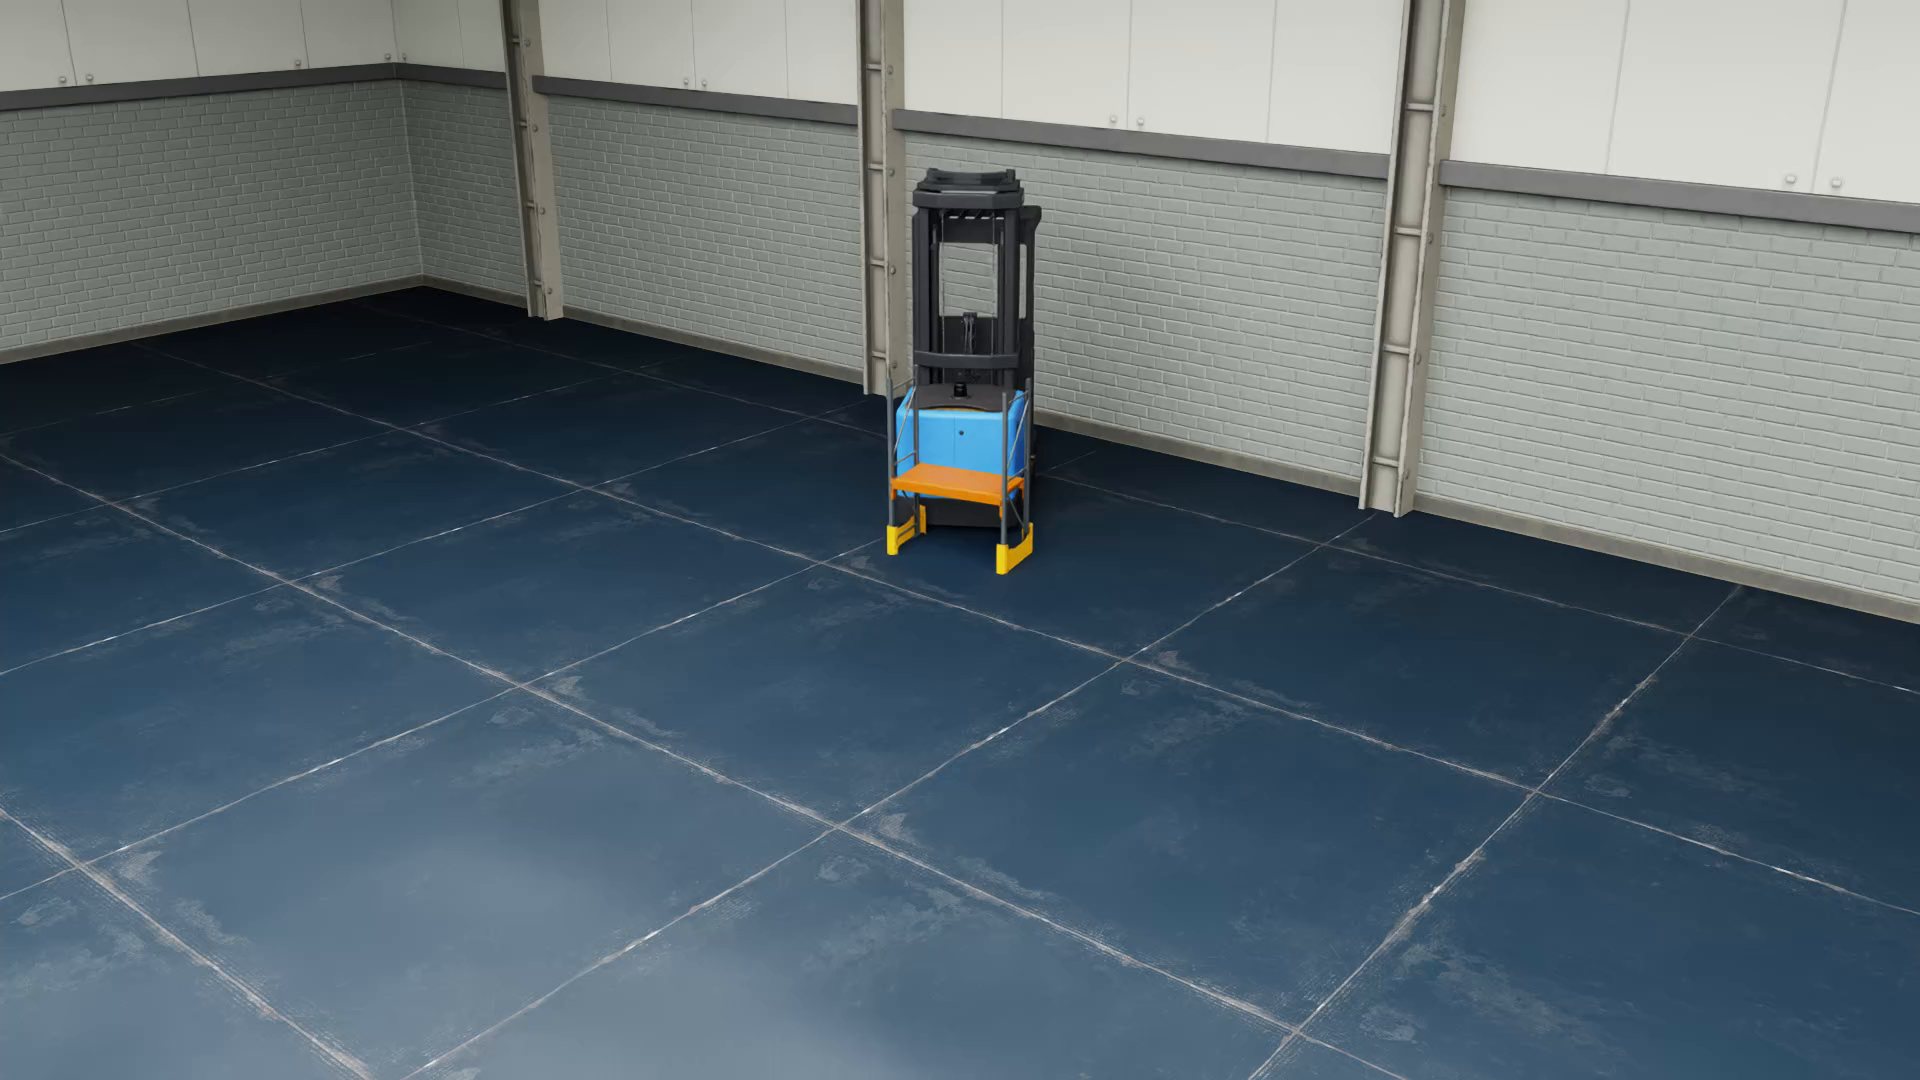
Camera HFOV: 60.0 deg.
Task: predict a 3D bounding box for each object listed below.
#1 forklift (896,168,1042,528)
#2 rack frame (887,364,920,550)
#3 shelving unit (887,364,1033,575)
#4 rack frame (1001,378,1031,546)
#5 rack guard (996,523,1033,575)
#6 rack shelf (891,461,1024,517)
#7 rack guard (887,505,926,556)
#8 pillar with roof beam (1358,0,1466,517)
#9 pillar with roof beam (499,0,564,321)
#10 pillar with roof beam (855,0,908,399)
[{"bbox_3d":[0.150,-1.956,15.204,1.130,2.935,3.031,3,21,7],"label":"forklift"},{"bbox_3d":[-0.467,-0.672,13.826,0.032,1.500,0.500,10,23,24],"label":"rack frame"},{"bbox_3d":[0.001,-0.594,13.619,1.083,1.500,0.587,10,23,24],"label":"shelving unit"},{"bbox_3d":[0.452,-0.518,13.419,0.032,1.500,0.500,10,23,24],"label":"rack frame"},{"bbox_3d":[0.451,0.067,13.640,0.087,0.250,0.587,10,23,24],"label":"rack guard"},{"bbox_3d":[-0.007,-0.427,13.686,1.000,0.185,0.538,10,23,24],"label":"rack shelf"},{"bbox_3d":[-0.449,-0.084,14.039,0.087,0.250,0.587,10,23,24],"label":"rack guard"},{"bbox_3d":[1.102,-3.318,10.216,0.400,9.000,9.100,16,26,36],"label":"pillar with roof beam"},{"bbox_3d":[-8.195,-5.995,17.315,0.400,9.000,9.100,16,26,36],"label":"pillar with roof beam"},{"bbox_3d":[-3.546,-4.657,13.765,0.400,9.000,9.100,16,26,36],"label":"pillar with roof beam"}]
